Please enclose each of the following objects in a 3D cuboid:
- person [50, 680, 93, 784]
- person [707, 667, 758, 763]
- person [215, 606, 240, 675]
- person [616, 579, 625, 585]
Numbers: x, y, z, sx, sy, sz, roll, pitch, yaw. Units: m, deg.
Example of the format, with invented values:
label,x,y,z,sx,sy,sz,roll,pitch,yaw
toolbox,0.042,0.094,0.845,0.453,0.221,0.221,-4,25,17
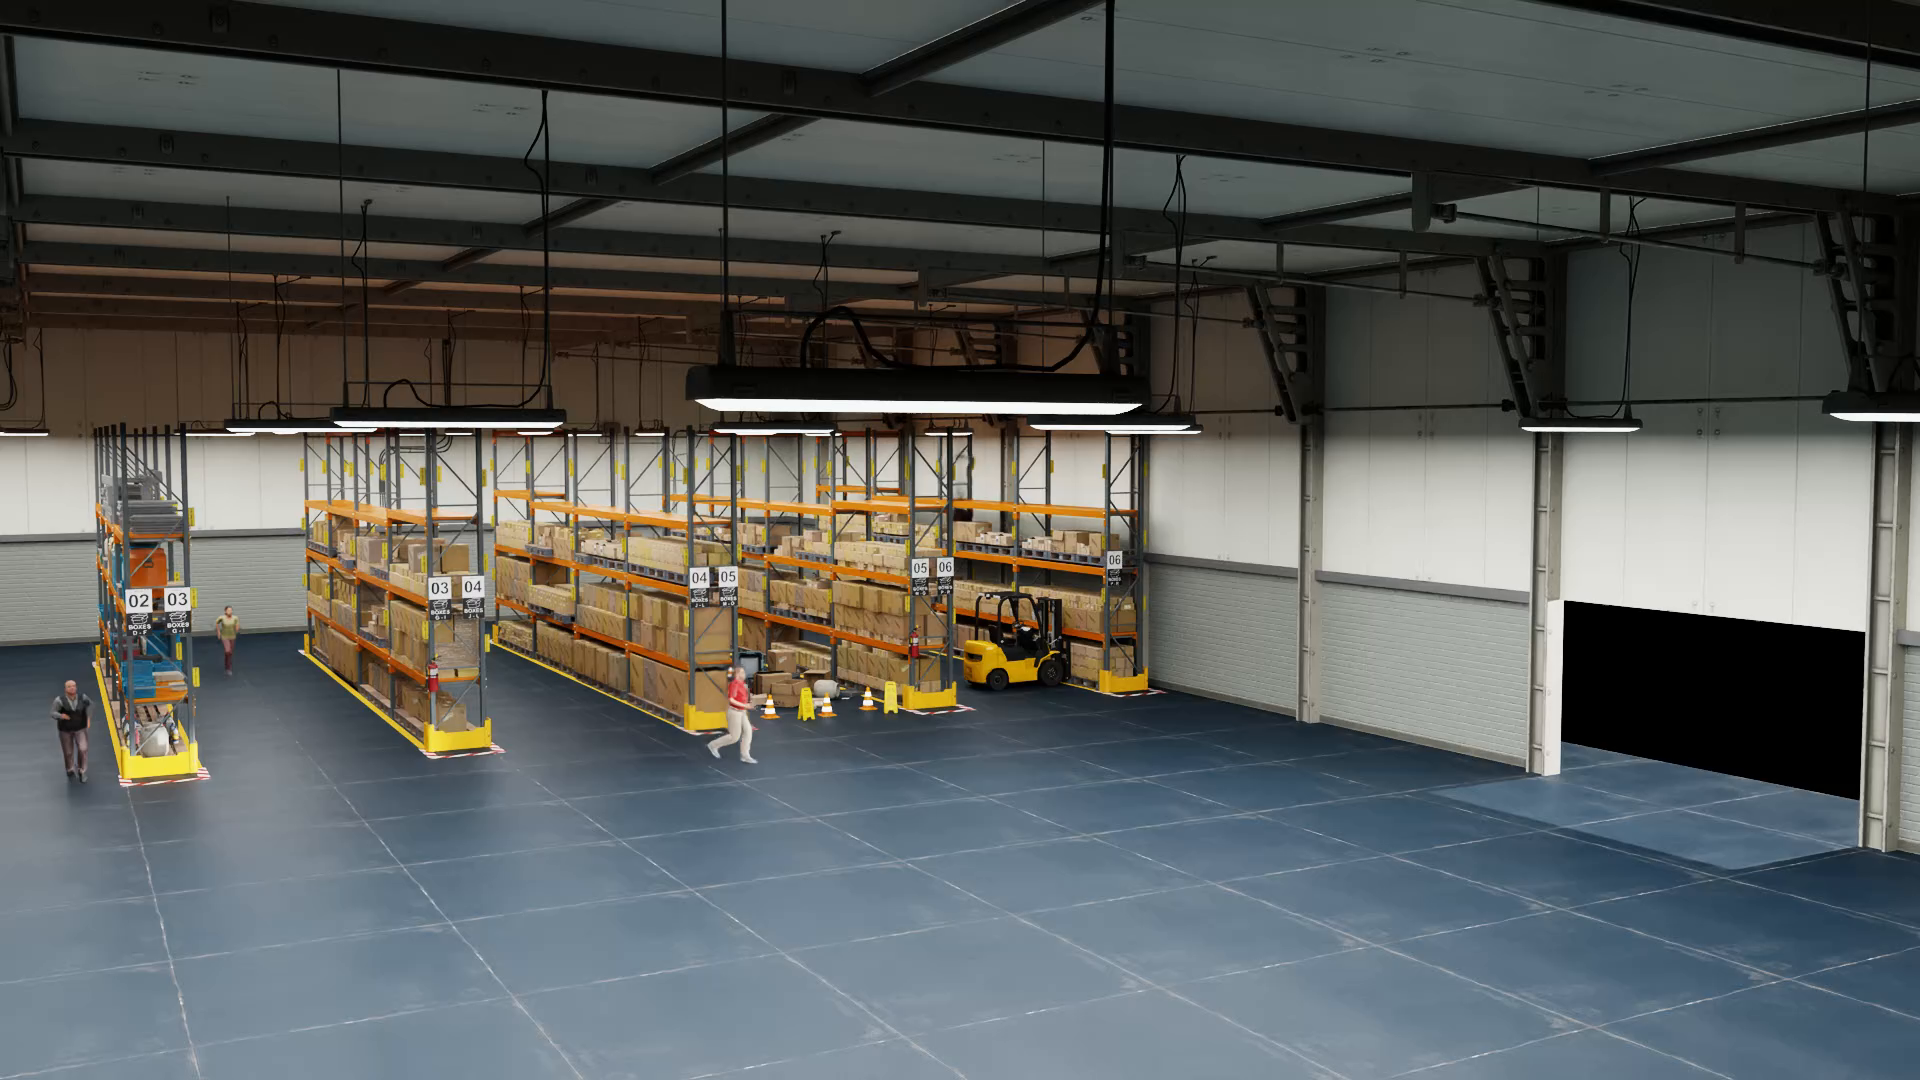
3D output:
label,x,y,z,sx,sy,sz,roll,pitch,yaw
person,-14.810,3.202,27.760,0.670,1.735,0.803,-2,4,-33
person,-4.018,3.098,29.399,0.886,1.717,0.652,0,3,5
person,-17.887,2.447,40.659,0.511,1.716,0.845,-3,5,-42
person,-10.487,1.765,51.001,0.615,1.731,0.662,-3,5,-42
